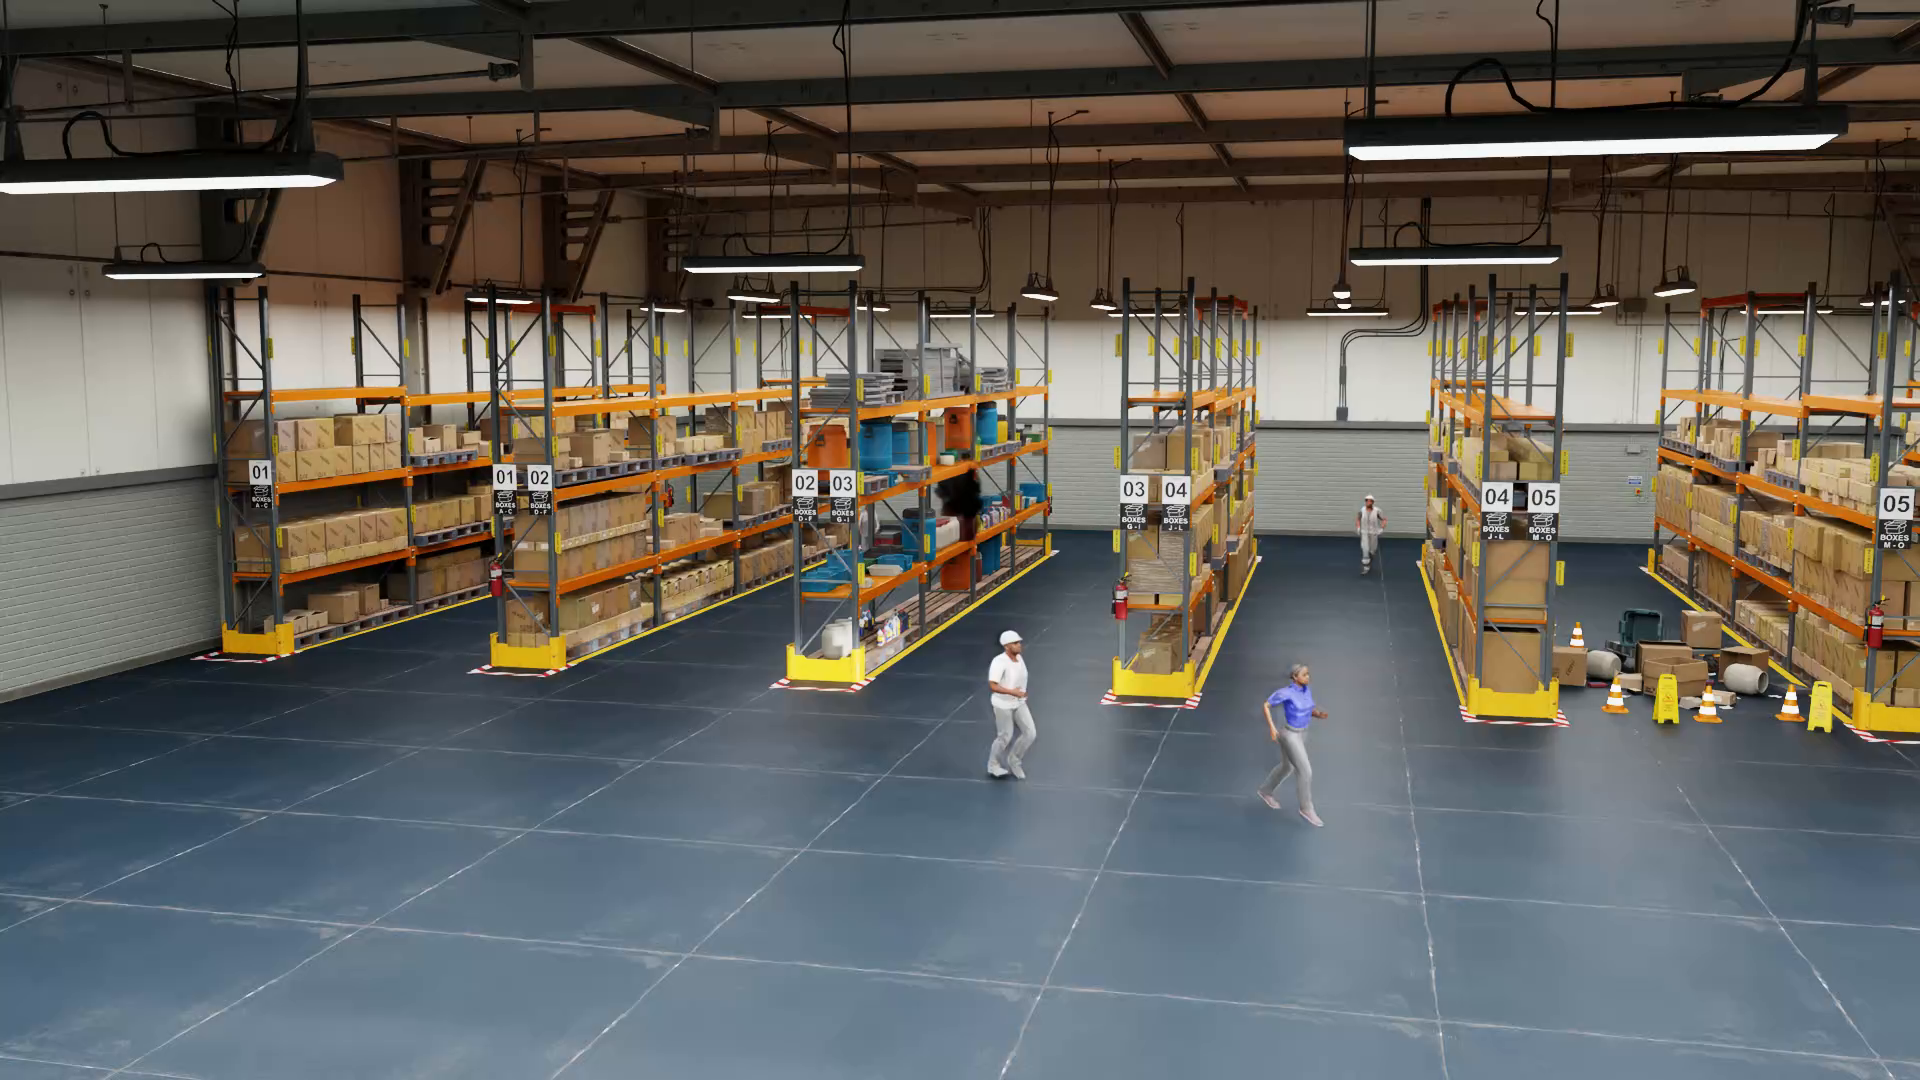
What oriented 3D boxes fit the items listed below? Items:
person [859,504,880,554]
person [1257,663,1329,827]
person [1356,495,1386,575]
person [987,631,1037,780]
[{"bbox_3d":[-2.072,-0.069,37.522,0.537,1.567,0.503,0,7,4],"label":"person"},{"bbox_3d":[3.539,2.149,17.721,0.863,1.690,0.547,5,8,39],"label":"person"},{"bbox_3d":[9.169,-0.124,37.116,0.672,1.773,0.704,3,7,22],"label":"person"},{"bbox_3d":[0.597,1.934,19.279,0.704,1.783,0.691,6,9,42],"label":"person"}]
